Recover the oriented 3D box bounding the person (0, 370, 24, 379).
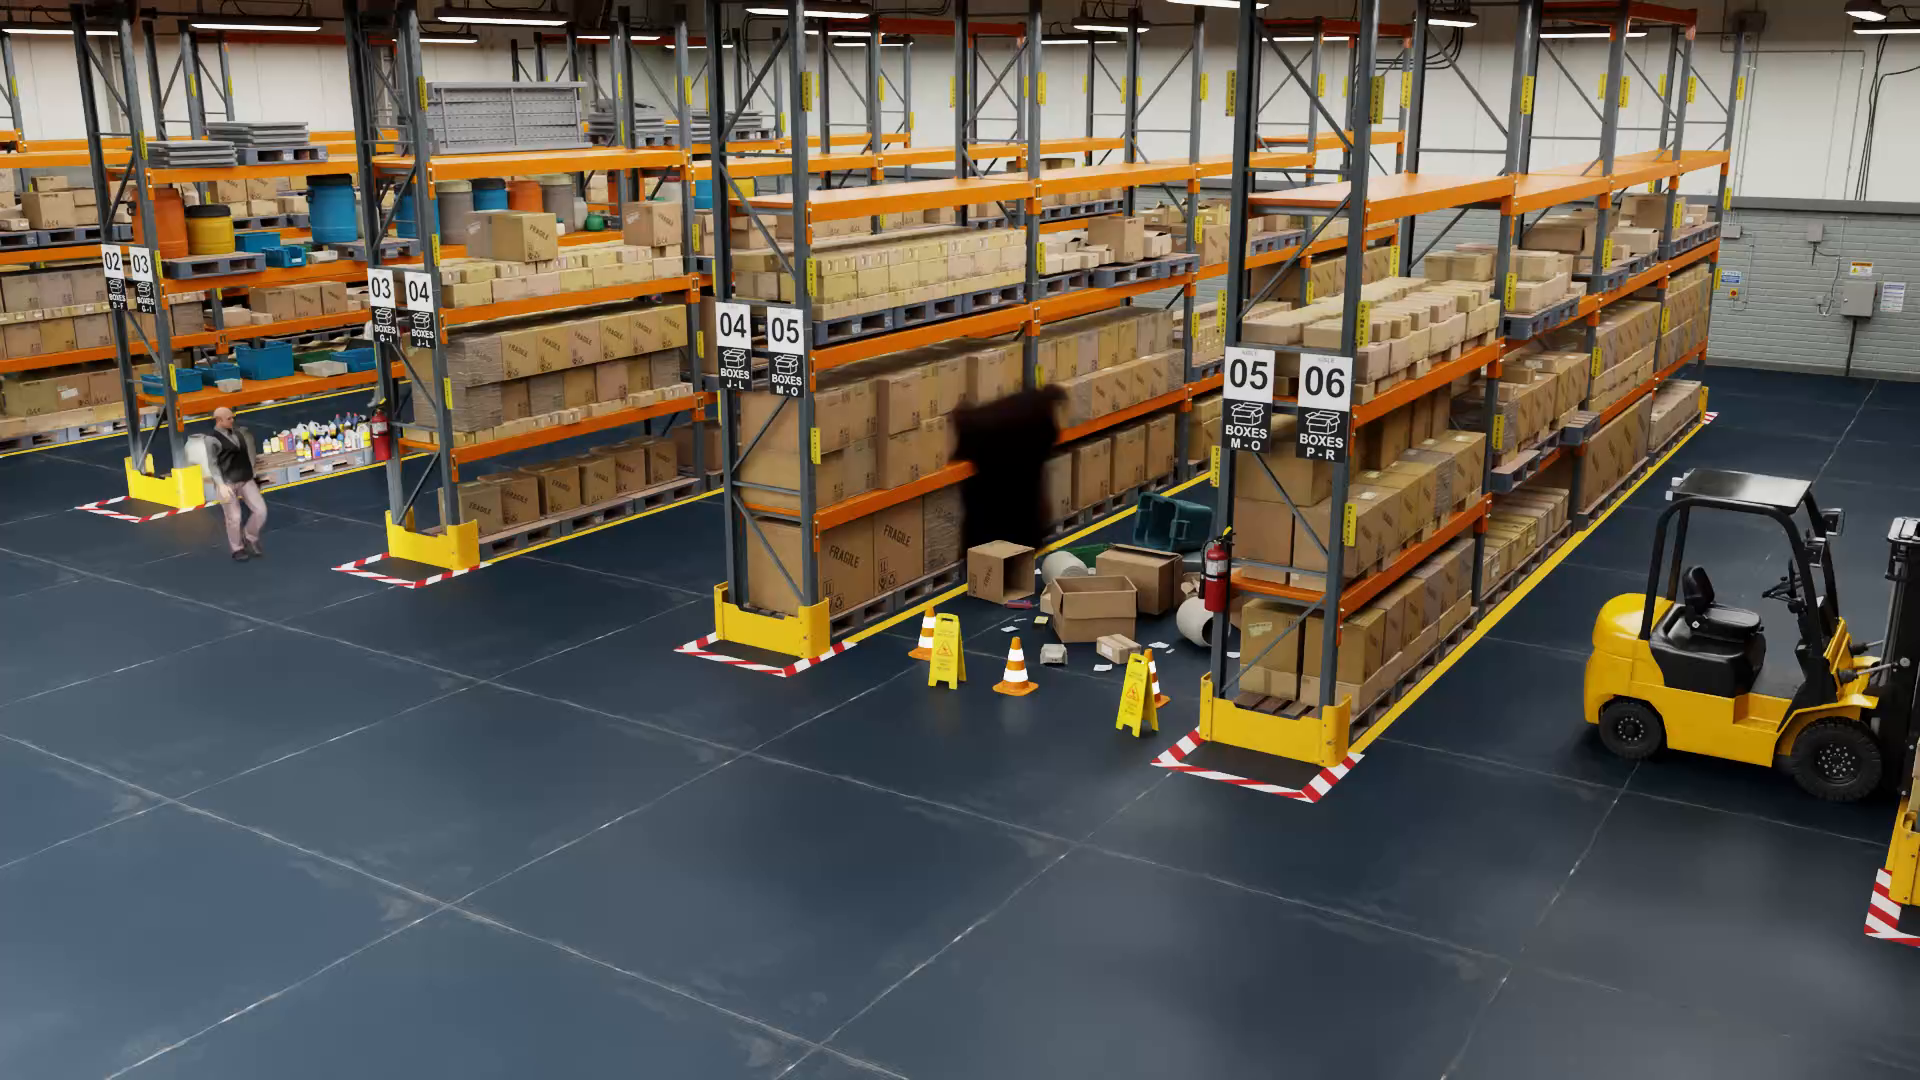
[{"bbox_3d":[-14.595,-2.605,25.305,0.704,1.768,0.634,-7,17,-25],"label":"person"}]

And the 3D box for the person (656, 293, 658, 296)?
[{"bbox_3d":[-7.301,-6.460,39.172,0.648,1.735,0.748,-13,20,-40],"label":"person"}]

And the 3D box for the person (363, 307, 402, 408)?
[{"bbox_3d":[-9.416,-3.004,26.963,0.429,1.624,0.980,7,17,24],"label":"person"}]

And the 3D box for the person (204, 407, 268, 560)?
[{"bbox_3d":[-7.935,-0.609,18.153,0.490,1.719,0.531,13,20,39],"label":"person"}]
